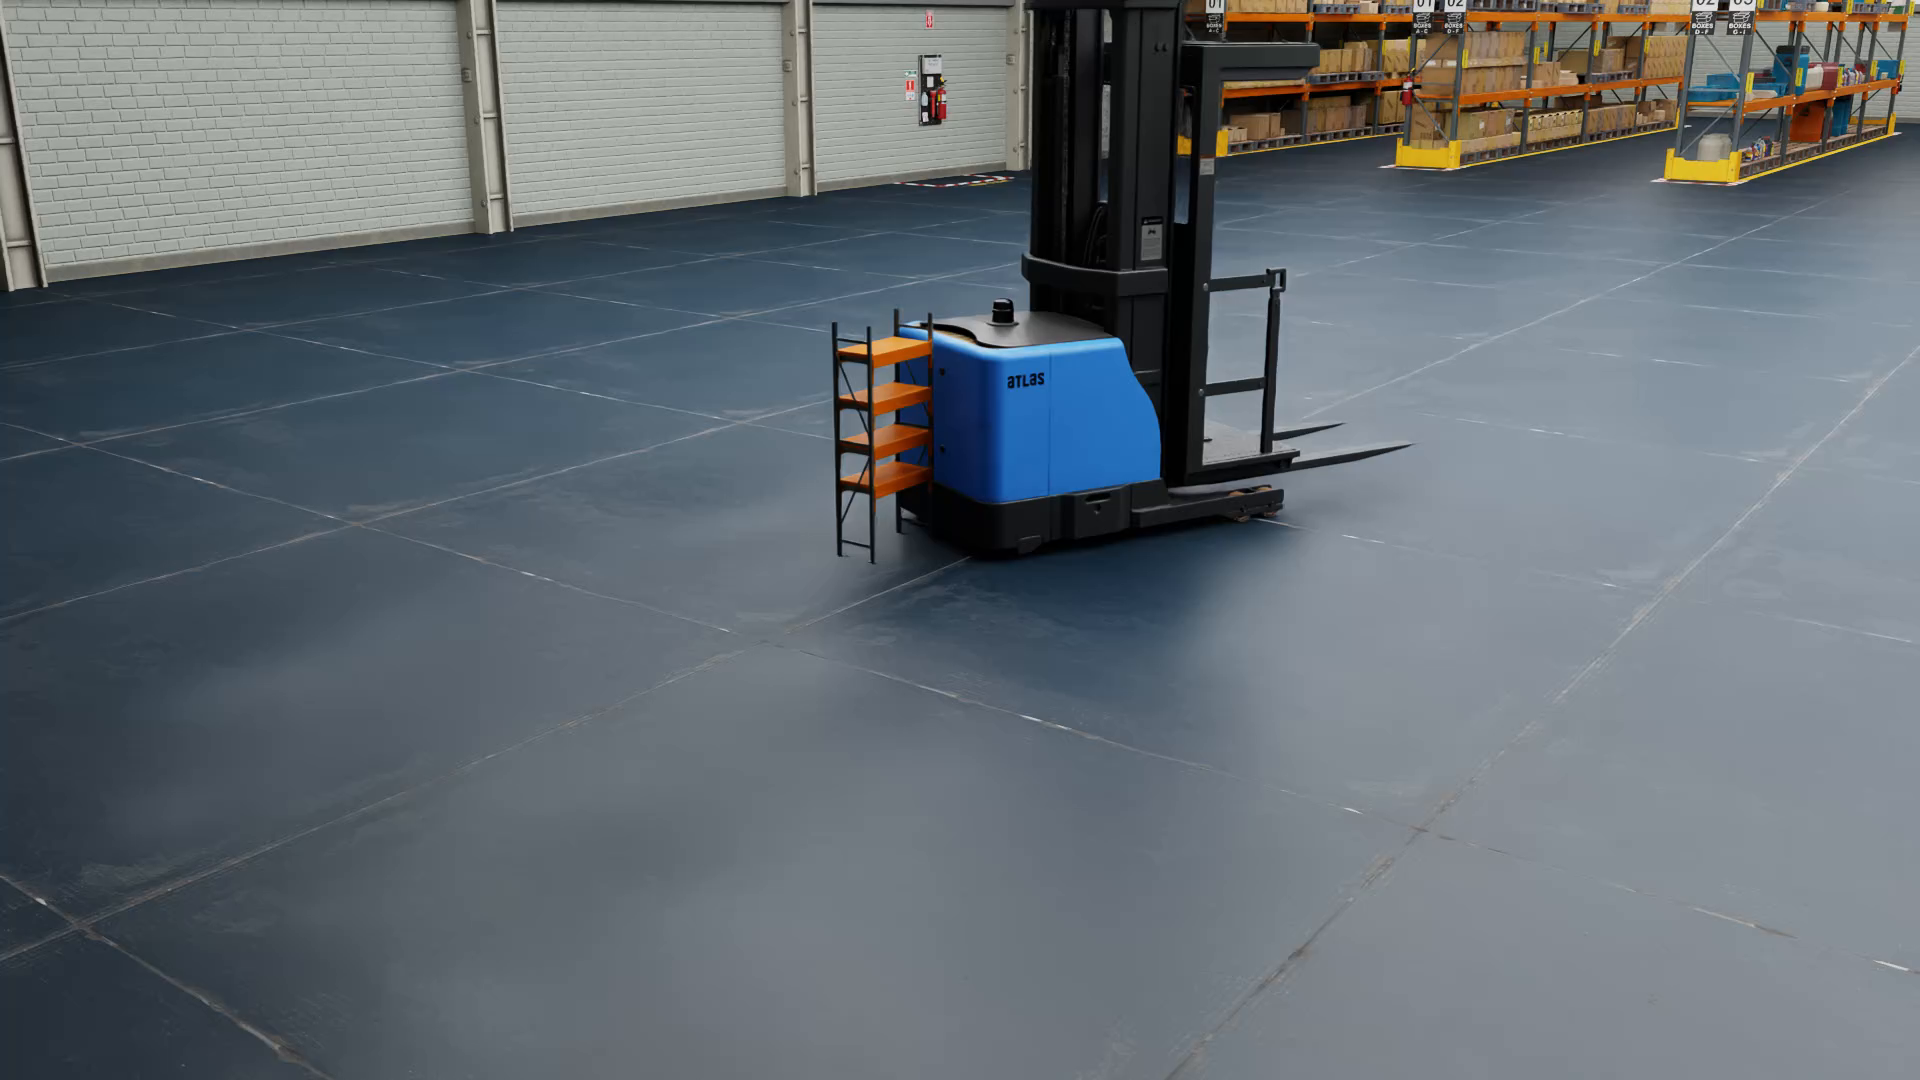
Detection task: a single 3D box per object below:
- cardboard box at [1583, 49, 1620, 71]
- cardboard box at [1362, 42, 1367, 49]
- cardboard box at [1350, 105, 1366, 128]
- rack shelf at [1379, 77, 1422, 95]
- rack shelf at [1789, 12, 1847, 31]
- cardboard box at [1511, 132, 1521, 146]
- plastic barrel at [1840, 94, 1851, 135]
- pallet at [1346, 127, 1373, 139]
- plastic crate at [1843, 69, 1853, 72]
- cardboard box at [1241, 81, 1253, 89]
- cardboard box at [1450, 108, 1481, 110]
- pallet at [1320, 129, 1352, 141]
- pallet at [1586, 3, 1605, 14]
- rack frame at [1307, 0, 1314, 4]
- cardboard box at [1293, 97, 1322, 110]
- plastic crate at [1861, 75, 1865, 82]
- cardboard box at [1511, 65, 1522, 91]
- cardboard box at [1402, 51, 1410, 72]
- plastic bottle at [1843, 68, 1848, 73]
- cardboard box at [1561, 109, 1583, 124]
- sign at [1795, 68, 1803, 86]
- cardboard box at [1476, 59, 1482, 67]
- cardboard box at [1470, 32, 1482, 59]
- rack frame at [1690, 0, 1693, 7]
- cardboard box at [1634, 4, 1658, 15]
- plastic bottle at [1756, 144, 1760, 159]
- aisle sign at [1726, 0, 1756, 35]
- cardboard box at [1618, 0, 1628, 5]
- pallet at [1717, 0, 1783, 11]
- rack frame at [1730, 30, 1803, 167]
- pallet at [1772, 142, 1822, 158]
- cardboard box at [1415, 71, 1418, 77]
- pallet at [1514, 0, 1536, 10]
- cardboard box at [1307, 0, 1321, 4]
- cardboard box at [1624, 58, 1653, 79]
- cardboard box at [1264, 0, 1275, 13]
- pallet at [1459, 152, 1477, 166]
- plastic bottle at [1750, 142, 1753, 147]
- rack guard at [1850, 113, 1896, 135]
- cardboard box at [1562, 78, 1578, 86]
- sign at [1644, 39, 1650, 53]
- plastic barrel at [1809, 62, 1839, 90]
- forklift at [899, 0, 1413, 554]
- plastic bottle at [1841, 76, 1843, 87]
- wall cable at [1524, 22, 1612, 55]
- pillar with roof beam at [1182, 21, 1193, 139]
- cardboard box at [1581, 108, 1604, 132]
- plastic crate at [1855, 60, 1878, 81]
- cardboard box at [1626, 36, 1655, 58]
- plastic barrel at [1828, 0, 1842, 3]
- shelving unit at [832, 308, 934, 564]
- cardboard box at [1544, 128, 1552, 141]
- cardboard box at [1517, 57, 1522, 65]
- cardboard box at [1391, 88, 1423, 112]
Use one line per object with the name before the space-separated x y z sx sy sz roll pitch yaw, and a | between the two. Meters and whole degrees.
cardboard box | 15.233 -11.410 39.553 0.500 0.500 0.700 -16 23 -42
cardboard box | 9.508 -11.812 39.719 0.380 0.149 0.250 9 20 28
cardboard box | 9.303 -10.168 39.901 0.700 0.500 0.500 13 21 35
rack shelf | 10.881 -11.465 41.818 1.077 0.370 4.000 12 21 35
rack shelf | 16.454 -10.194 32.668 1.077 0.370 4.000 12 21 35
cardboard box | 11.186 -8.243 34.159 0.500 0.250 0.500 12 21 35
plastic barrel | 19.692 -9.606 37.449 0.600 0.901 0.708 12 21 35
pallet | 9.223 -9.815 39.992 1.003 0.211 1.213 12 21 35
plastic crate | 21.038 -11.050 39.450 0.416 0.233 0.300 12 21 35
cardboard box | 5.767 -9.551 34.661 0.500 0.250 0.500 12 21 33
cardboard box | 10.163 -8.457 33.583 0.500 0.500 0.500 12 21 35
pallet | 8.496 -9.525 39.061 1.003 0.211 1.213 12 21 35
pallet | 13.338 -11.623 36.373 1.213 0.211 1.003 14 22 37
rack frame | 7.306 -13.244 36.220 1.000 3.000 0.127 12 21 35
cardboard box | 7.991 -10.038 38.217 0.500 0.250 0.500 12 21 34
plastic crate | 20.422 -10.522 37.914 0.396 0.136 0.243 12 21 35
cardboard box | 11.028 -9.446 33.935 0.700 0.500 0.500 12 21 33
cardboard box | 10.801 -11.843 41.119 0.500 0.500 0.500 12 21 34
plastic bottle | 19.519 -10.215 36.664 0.144 0.351 0.185 12 21 35
cardboard box | 13.556 -9.445 37.082 0.500 0.311 0.500 13 22 36
sign | 15.698 -8.661 31.110 0.100 0.325 0.005 12 21 35
cardboard box | 9.767 -9.147 31.880 0.380 0.149 0.250 12 21 34
cardboard box | 9.533 -9.467 31.816 0.700 0.500 0.500 12 21 33
rack frame | 18.437 -15.228 42.608 1.000 3.000 0.127 12 21 35
cardboard box | 16.542 -12.843 40.239 0.500 0.250 0.500 12 21 35
plastic bottle | 14.595 -7.114 30.452 0.097 0.271 0.097 0 17 0
aisle sign | 13.072 -8.849 27.797 0.394 0.787 0.004 12 21 35
cardboard box | 15.314 -12.869 39.023 0.600 0.600 0.600 12 21 34
pallet | 13.451 -9.198 28.566 1.003 0.211 1.213 12 21 35
rack frame | 15.263 -8.629 31.472 1.000 3.000 0.127 12 21 35
pallet | 17.153 -8.072 34.381 1.003 0.211 1.213 12 21 35
cardboard box | 11.307 -11.749 41.910 0.380 0.149 0.250 12 21 33
pallet | 10.799 -10.687 33.193 1.003 0.211 1.213 12 21 35
cardboard box | 7.696 -12.176 36.961 0.500 0.500 0.500 16 24 42
cardboard box | 16.576 -11.531 40.650 0.500 0.500 0.500 13 22 36
cardboard box | 6.280 -11.329 34.908 0.500 0.500 0.500 14 22 38
pallet | 9.326 -7.410 32.250 1.003 0.211 1.213 12 21 35
plastic bottle | 14.618 -7.195 30.695 0.061 0.283 0.133 12 21 35
rack guard | 22.417 -10.301 41.072 1.175 0.500 0.348 12 21 35
cardboard box | 13.356 -10.075 36.552 0.380 0.149 0.250 12 21 35
sign | 16.501 -11.866 39.945 0.100 0.325 0.005 12 21 35
plastic barrel | 17.613 -9.482 33.992 0.600 0.536 0.708 12 21 35
forklift | 1.197 -1.623 9.029 3.031 2.935 1.130 -9 20 -28
plastic bottle | 18.747 -9.786 35.415 0.097 0.271 0.097 0 17 0
wall cable | 18.113 -15.904 50.019 3.097 2.526 0.112 12 21 35
pillar with roof beam | 8.103 -11.851 31.731 9.100 9.000 0.400 12 21 35
cardboard box | 14.478 -9.658 38.258 0.500 0.500 0.500 12 21 33
plastic crate | 20.763 -10.762 38.132 0.402 0.464 0.583 12 21 35
cardboard box | 16.560 -11.998 40.468 0.500 0.500 0.500 13 22 36
plastic barrel | 17.987 -11.554 34.403 0.600 0.830 0.708 12 21 35
shelving unit | -0.381 -0.532 8.435 0.258 1.200 0.503 12 21 34
cardboard box | 12.338 -8.690 35.598 0.500 0.250 0.500 12 21 33
cardboard box | 11.148 -9.701 33.664 0.380 0.149 0.250 12 21 34
cardboard box | 11.263 -11.069 42.246 0.750 0.750 0.750 13 22 36
